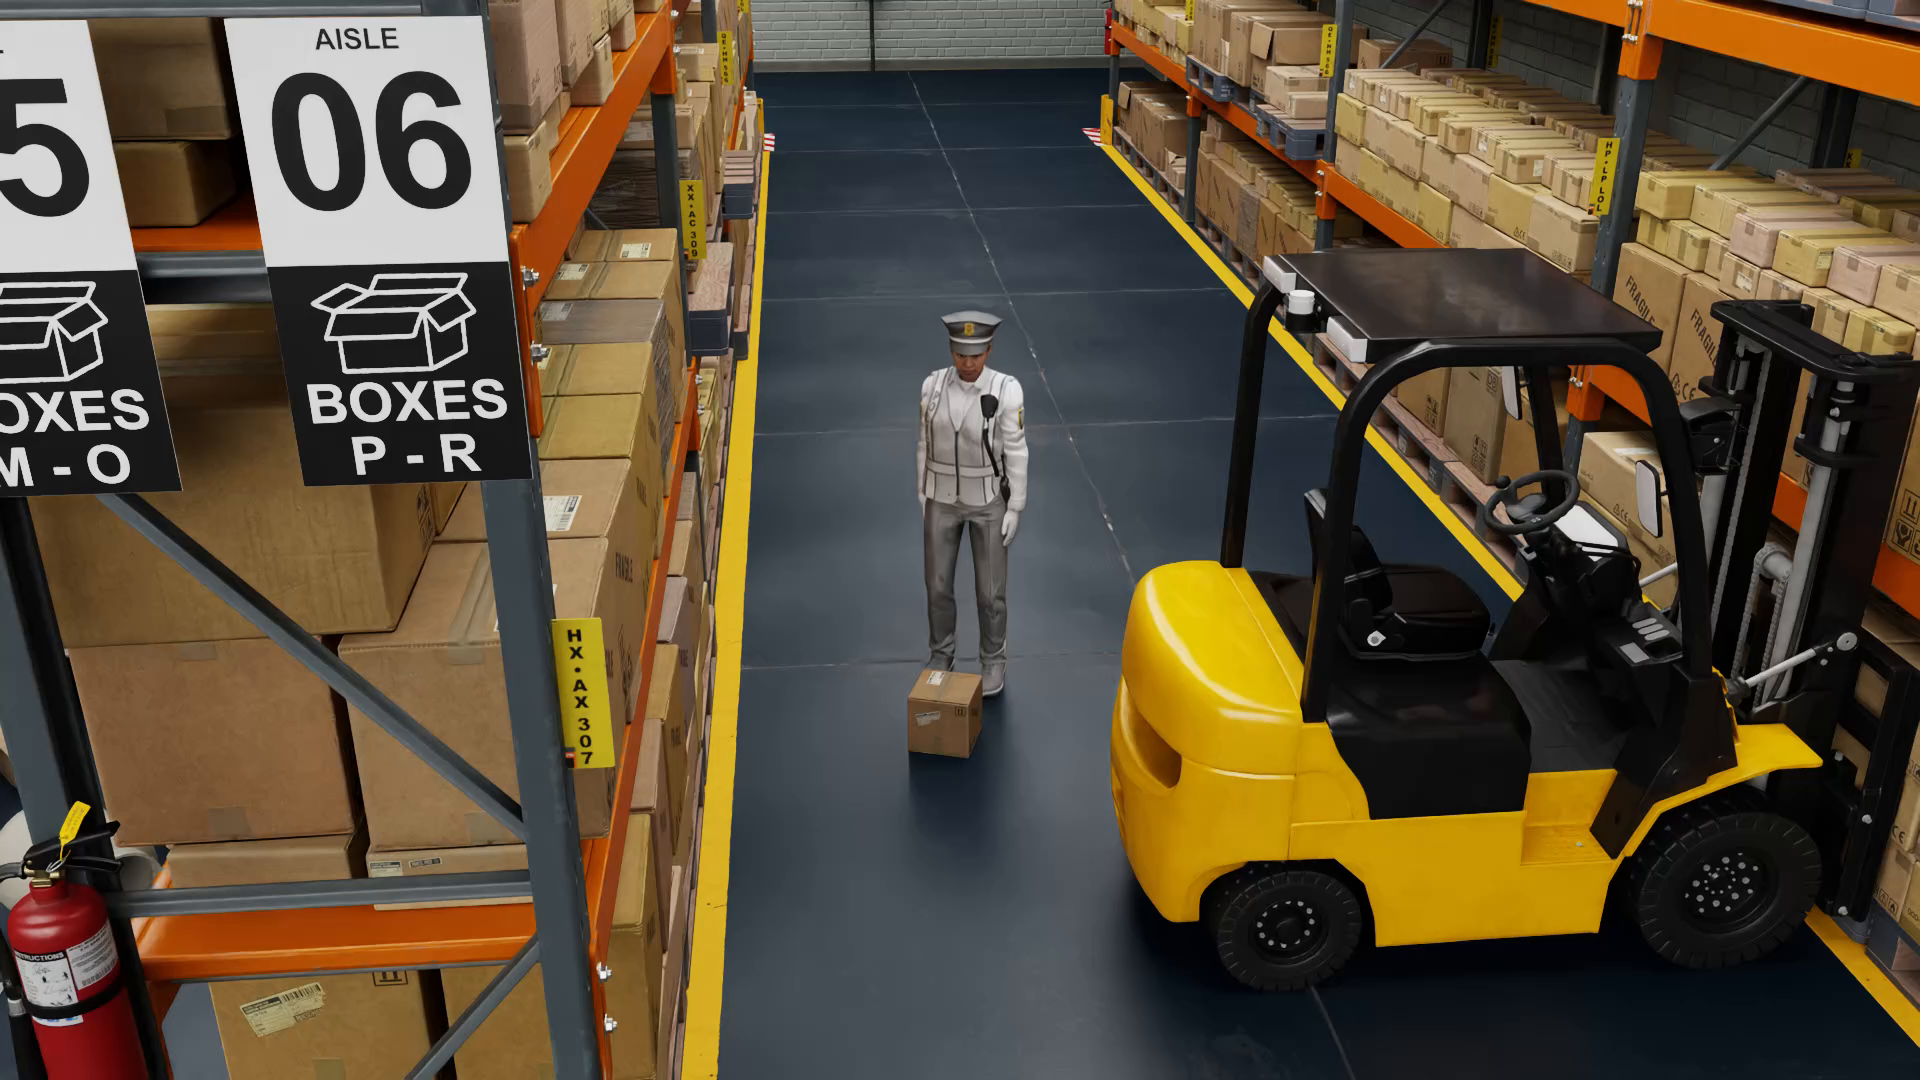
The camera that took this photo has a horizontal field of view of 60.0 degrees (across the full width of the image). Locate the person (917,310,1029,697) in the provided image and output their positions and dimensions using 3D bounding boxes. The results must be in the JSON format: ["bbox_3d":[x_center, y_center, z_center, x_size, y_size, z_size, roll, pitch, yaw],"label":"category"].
[{"bbox_3d":[0.041,-0.142,6.929,0.473,1.661,0.331,6,25,13],"label":"person"}]
